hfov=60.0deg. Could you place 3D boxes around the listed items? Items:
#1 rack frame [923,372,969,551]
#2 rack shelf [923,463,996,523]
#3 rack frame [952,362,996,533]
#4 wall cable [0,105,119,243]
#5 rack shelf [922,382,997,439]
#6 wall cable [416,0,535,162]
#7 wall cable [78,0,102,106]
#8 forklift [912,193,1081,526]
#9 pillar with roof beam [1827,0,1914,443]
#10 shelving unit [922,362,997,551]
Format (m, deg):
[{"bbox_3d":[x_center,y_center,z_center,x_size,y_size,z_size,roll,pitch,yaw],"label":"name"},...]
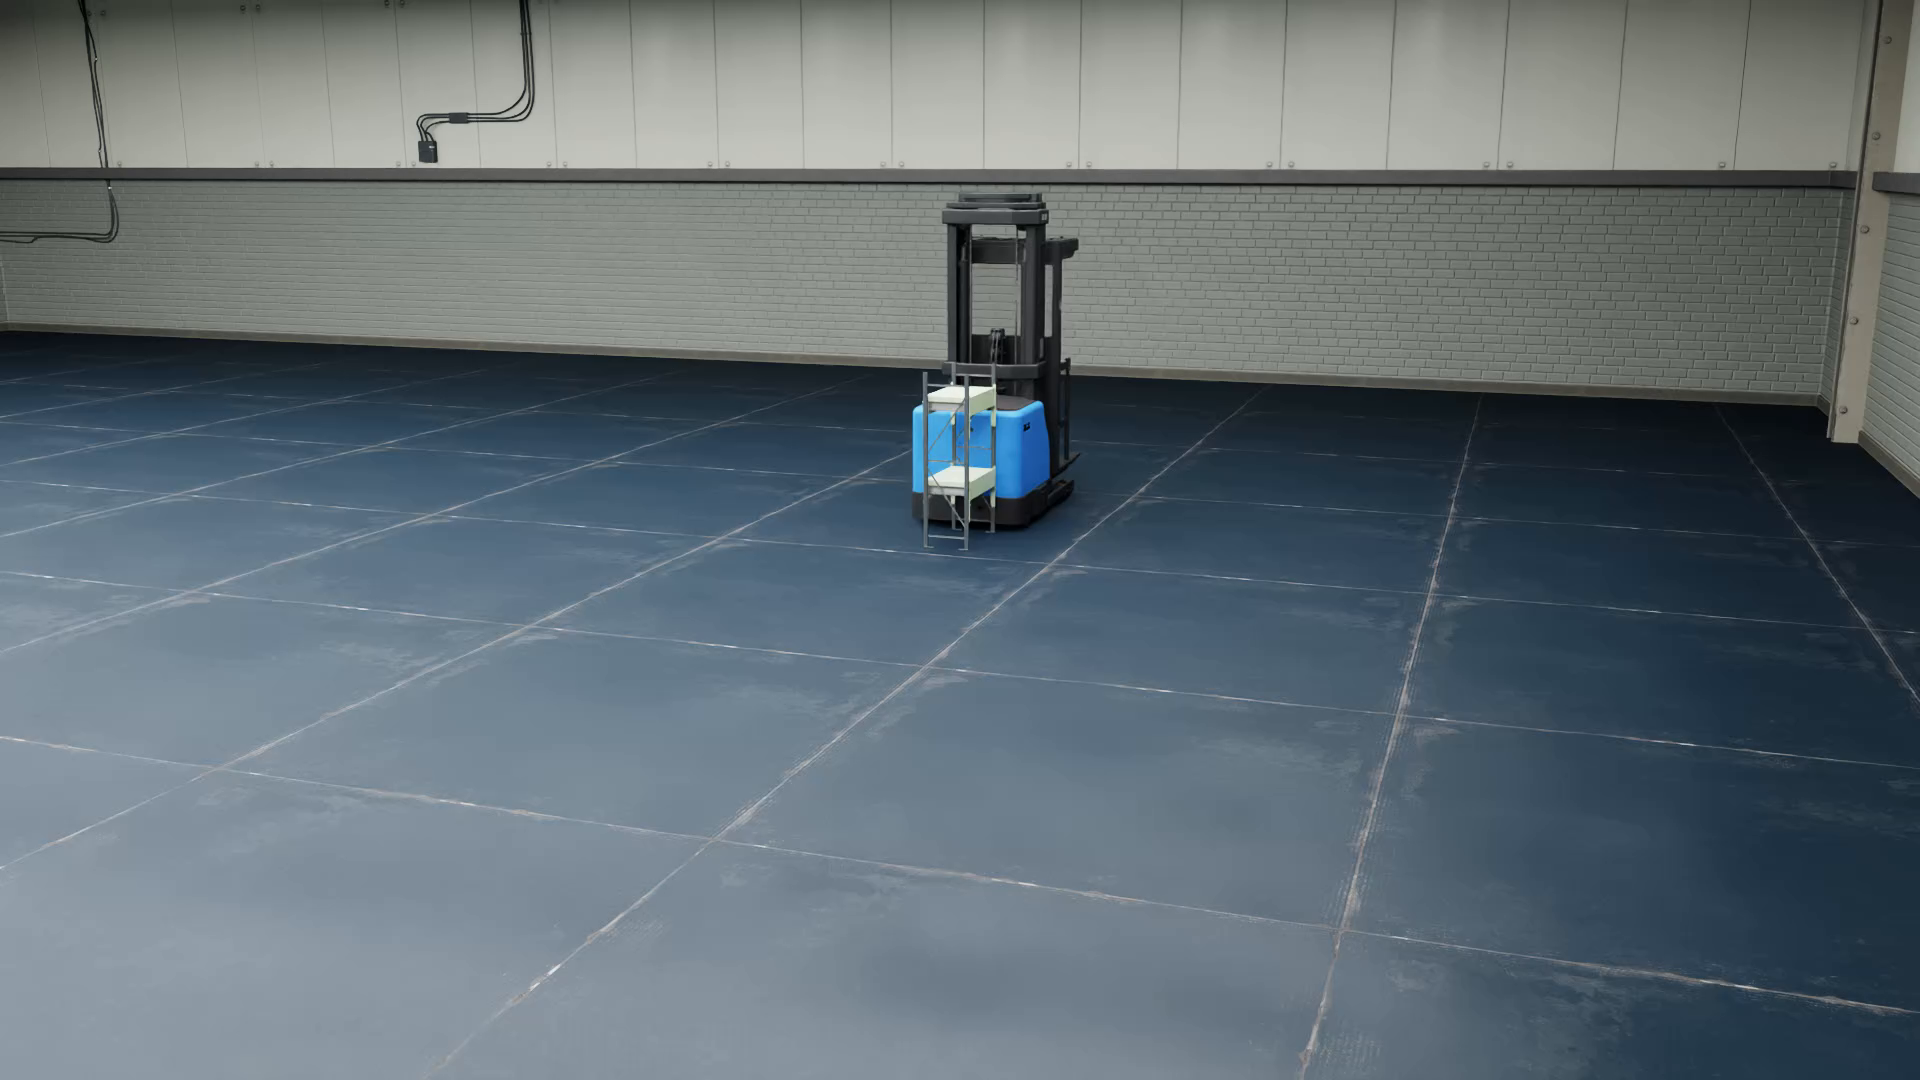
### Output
[{"bbox_3d":[-0.116,-0.656,13.990,0.400,1.500,0.023,4,14,18],"label":"rack frame"},{"bbox_3d":[0.002,-0.415,14.400,0.431,0.370,0.720,4,14,18],"label":"rack shelf"},{"bbox_3d":[0.121,-0.810,14.665,0.400,1.500,0.023,4,14,18],"label":"rack frame"},{"bbox_3d":[-17.150,-6.848,31.248,3.097,2.526,0.112,4,14,18],"label":"wall cable"},{"bbox_3d":[0.002,-1.113,14.240,0.431,0.370,0.720,4,14,18],"label":"rack shelf"},{"bbox_3d":[-8.172,-9.333,27.515,2.305,6.003,0.169,4,14,18],"label":"wall cable"},{"bbox_3d":[-14.590,-9.116,29.832,3.097,2.526,0.112,4,14,18],"label":"wall cable"},{"bbox_3d":[0.493,-1.843,15.974,1.130,2.935,3.031,4,13,17],"label":"forklift"},{"bbox_3d":[6.378,-5.879,20.023,9.100,9.000,0.400,4,14,18],"label":"pillar with roof beam"},{"bbox_3d":[0.002,-0.733,14.327,0.431,1.500,0.755,4,14,18],"label":"shelving unit"}]
